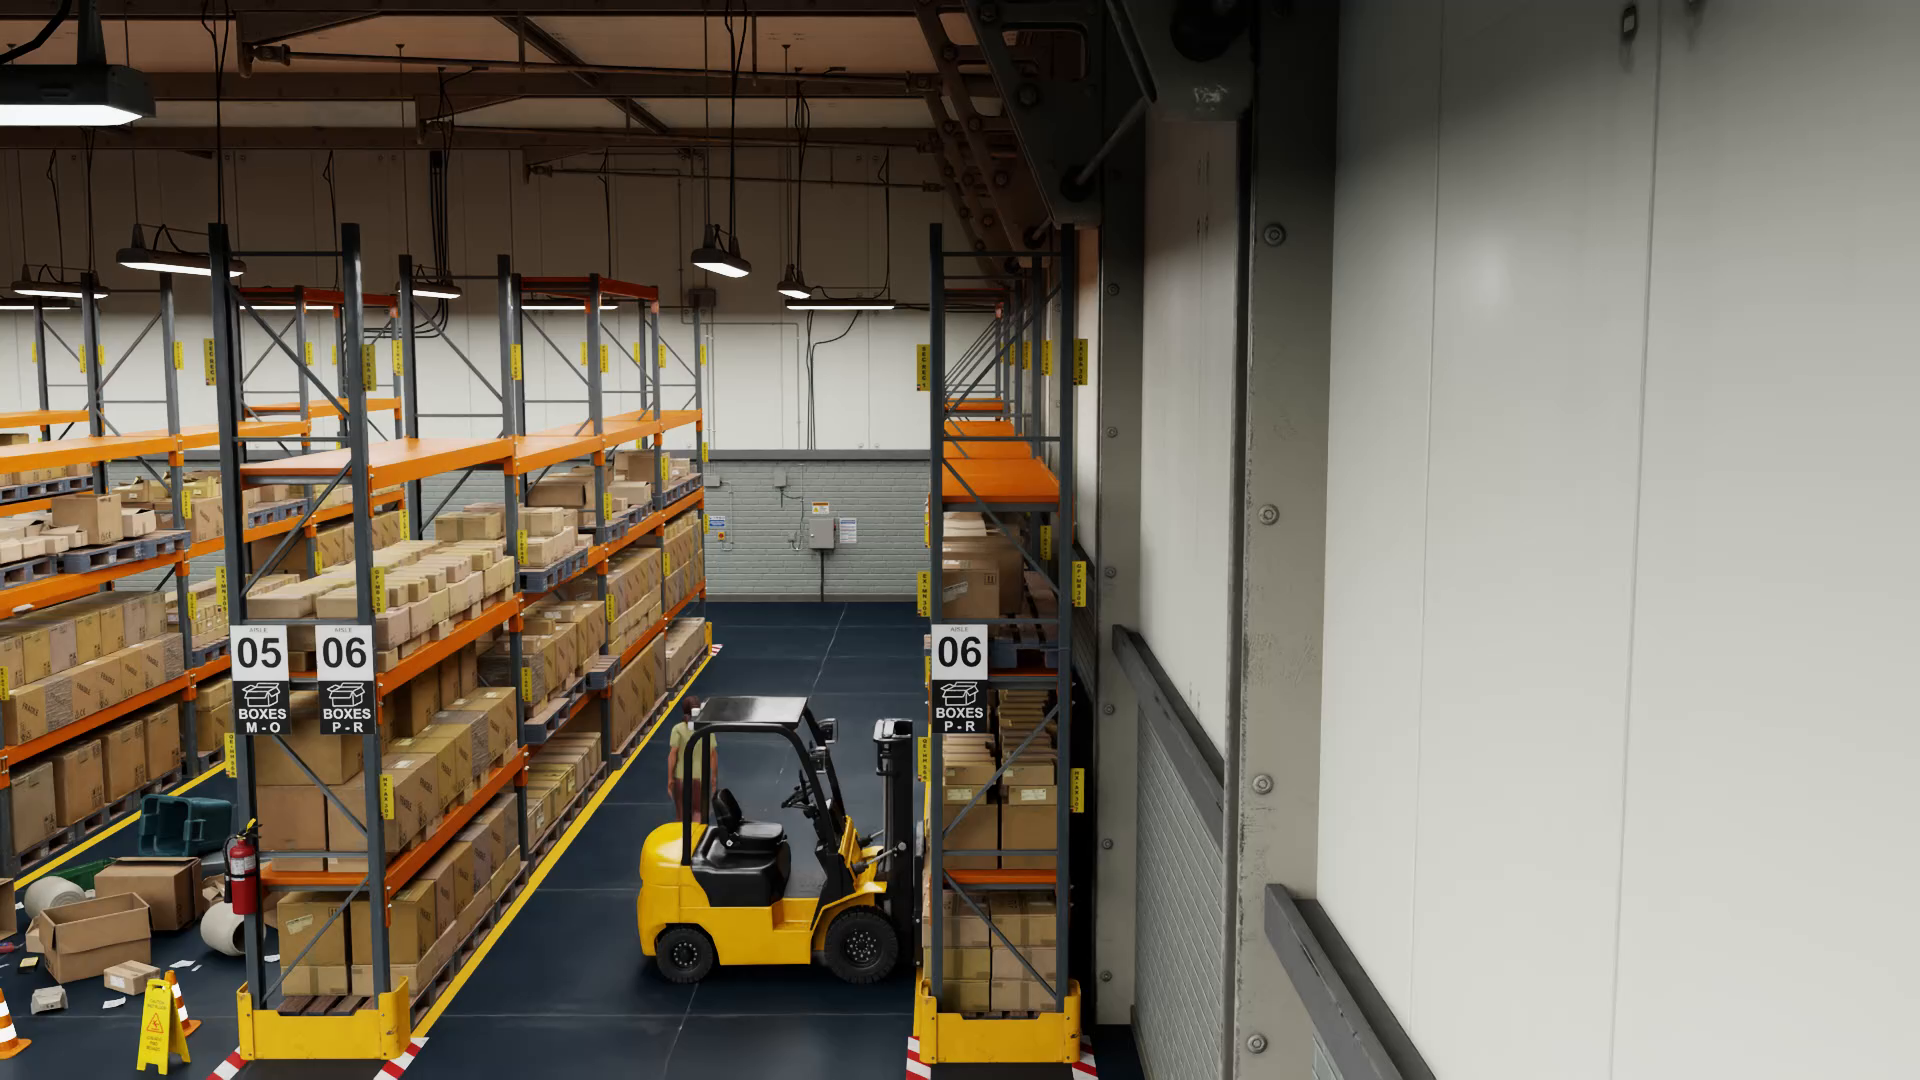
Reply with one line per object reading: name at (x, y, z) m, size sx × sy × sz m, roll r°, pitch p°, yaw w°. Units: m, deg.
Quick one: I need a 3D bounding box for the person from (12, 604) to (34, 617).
person at (-12.592, 1.684, 22.260) m, size 0.589 × 1.768 × 0.540 m, roll 3°, pitch 7°, yaw 22°

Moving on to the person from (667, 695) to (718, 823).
person at (-2.573, 2.285, 16.039) m, size 0.481 × 1.595 × 0.657 m, roll -1°, pitch 7°, yaw -6°
